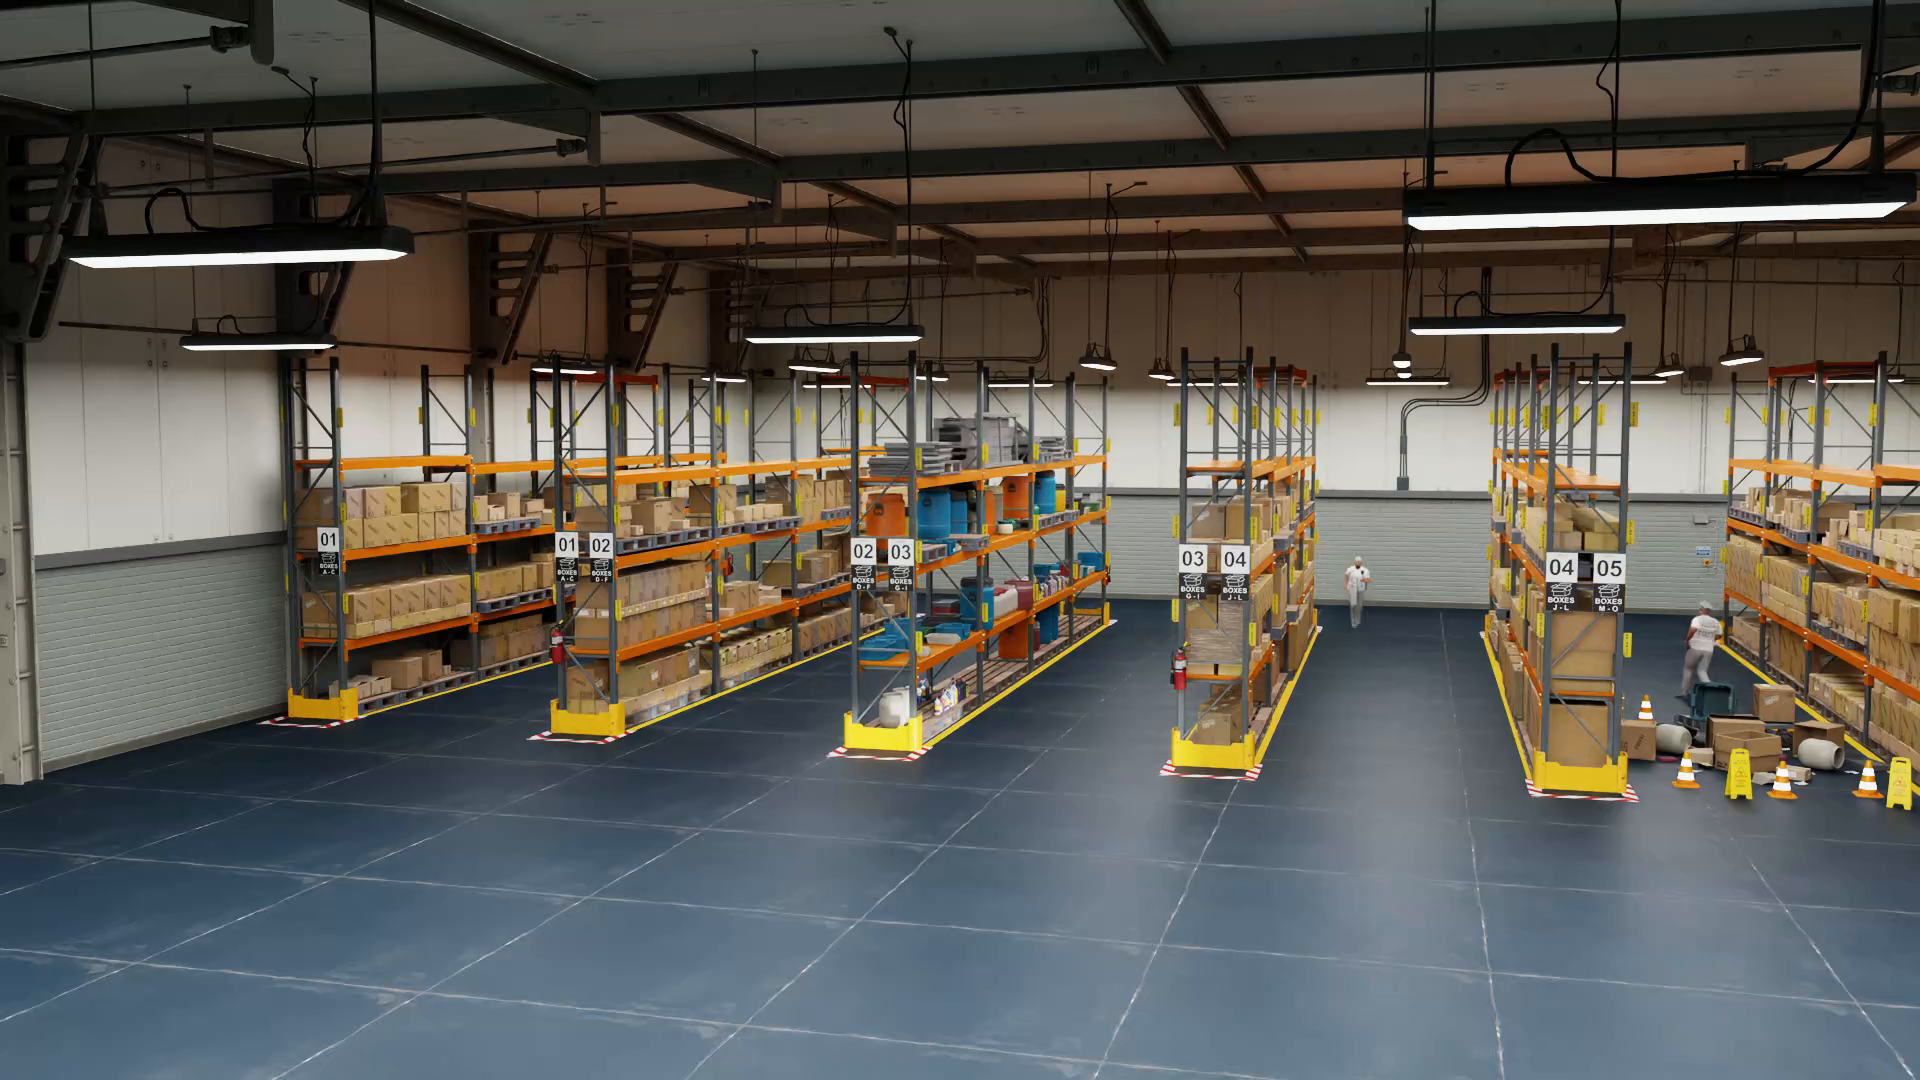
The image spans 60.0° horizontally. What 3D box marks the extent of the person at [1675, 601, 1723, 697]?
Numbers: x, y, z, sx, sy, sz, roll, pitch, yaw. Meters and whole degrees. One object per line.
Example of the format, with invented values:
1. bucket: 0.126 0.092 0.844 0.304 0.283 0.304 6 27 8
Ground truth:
1. person: 13.197 1.971 29.498 0.682 1.764 0.931 0 4 -1

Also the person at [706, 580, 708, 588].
1. person: -6.024 1.383 37.837 0.591 1.718 0.686 0 4 5

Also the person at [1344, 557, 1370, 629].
1. person: 9.513 1.252 39.802 0.563 1.725 0.826 0 4 4
